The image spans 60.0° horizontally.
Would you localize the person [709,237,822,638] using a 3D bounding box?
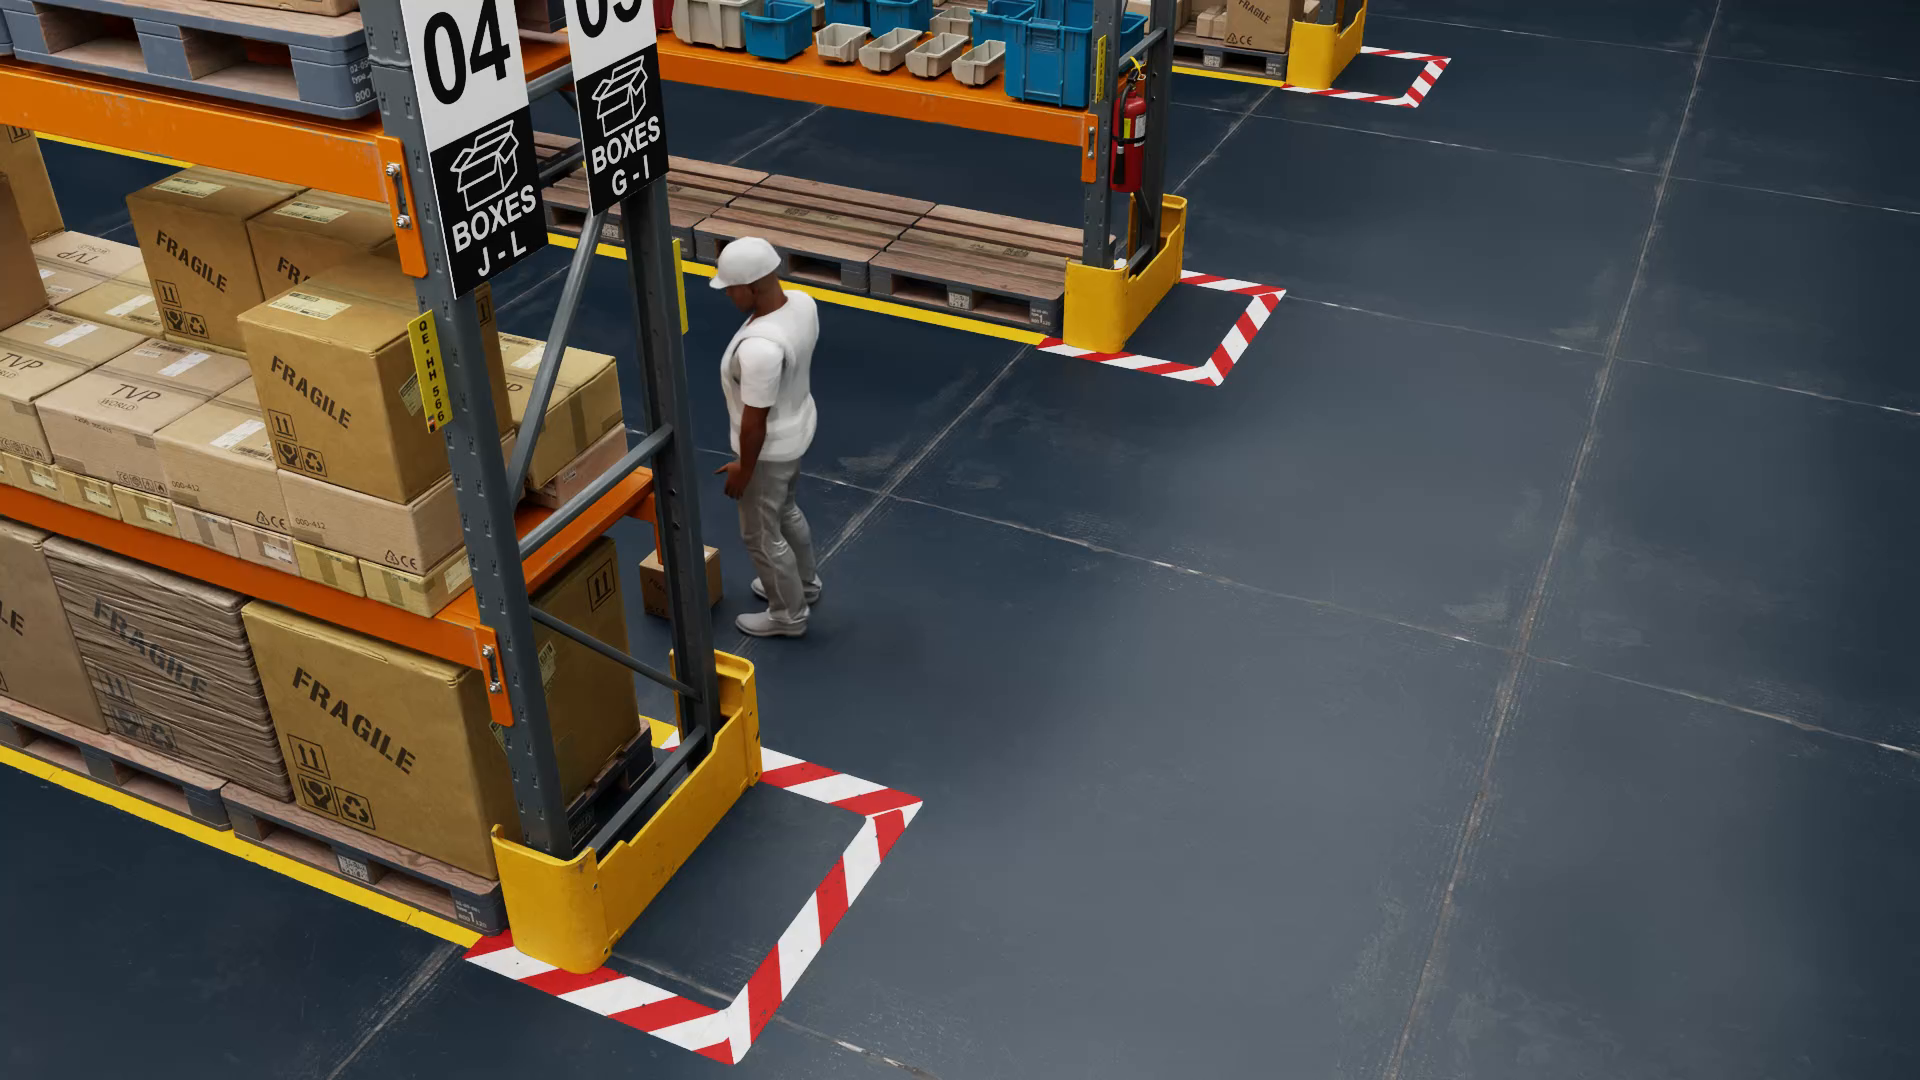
[{"bbox_3d":[-0.769,-0.400,6.732,0.373,1.757,0.569,6,34,9],"label":"person"}]
